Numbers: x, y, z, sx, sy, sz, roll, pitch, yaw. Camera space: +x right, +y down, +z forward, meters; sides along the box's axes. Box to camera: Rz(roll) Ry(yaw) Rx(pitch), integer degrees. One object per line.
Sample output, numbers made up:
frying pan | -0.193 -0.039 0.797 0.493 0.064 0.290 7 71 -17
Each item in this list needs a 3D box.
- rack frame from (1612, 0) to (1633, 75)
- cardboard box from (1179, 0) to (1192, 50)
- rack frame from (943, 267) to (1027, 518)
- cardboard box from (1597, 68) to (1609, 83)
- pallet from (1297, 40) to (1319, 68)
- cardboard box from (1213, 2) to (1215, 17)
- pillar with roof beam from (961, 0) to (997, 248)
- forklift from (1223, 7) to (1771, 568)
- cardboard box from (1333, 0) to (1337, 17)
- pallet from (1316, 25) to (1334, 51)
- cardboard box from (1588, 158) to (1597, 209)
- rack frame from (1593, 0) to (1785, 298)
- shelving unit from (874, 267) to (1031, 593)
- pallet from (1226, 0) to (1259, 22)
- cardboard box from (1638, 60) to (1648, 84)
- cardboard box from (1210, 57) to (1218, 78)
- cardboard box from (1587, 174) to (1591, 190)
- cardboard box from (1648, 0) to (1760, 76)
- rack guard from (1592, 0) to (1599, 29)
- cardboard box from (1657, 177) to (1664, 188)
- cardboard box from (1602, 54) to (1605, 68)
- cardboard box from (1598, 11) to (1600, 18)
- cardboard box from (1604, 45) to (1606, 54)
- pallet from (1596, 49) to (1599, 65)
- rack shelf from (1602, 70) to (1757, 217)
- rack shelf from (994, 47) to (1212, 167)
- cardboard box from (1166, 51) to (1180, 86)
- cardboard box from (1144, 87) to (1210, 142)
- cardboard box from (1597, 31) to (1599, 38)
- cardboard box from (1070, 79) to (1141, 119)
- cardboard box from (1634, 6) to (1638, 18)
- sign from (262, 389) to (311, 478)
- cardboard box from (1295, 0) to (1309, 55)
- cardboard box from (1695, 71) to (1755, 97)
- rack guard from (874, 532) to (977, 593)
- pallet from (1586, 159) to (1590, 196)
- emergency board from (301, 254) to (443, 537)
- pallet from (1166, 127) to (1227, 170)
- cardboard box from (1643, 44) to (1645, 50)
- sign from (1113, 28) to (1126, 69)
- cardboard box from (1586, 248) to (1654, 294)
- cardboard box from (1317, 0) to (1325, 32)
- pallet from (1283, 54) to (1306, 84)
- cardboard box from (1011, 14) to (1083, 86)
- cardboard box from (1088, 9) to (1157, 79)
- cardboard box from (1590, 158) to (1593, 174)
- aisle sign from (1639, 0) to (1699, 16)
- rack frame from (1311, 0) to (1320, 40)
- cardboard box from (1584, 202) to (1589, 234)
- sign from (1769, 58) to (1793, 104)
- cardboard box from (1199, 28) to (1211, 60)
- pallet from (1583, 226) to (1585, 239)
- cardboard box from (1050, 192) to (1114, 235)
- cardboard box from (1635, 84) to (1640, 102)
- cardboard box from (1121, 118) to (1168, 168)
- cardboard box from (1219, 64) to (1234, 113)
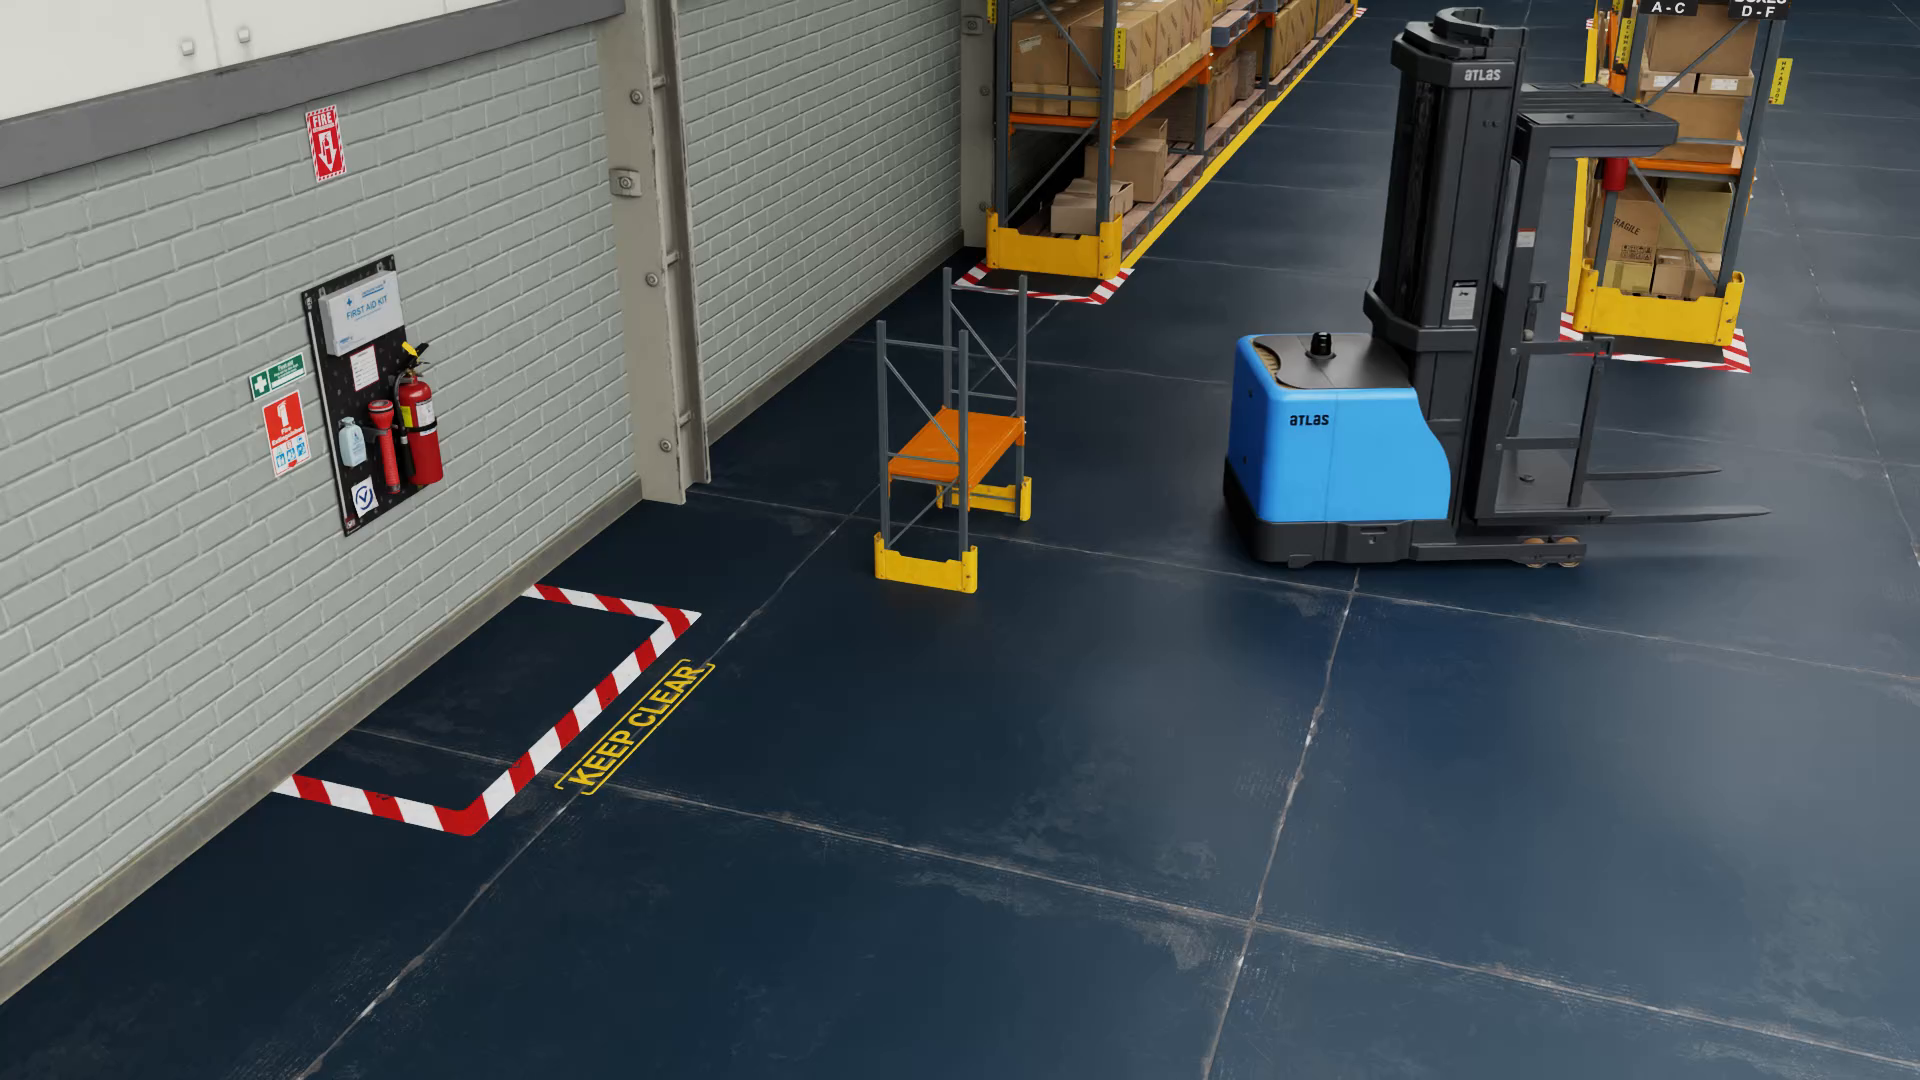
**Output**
rack frame | 6.799 -4.649 15.910 1.000 3.000 0.127 9 27 17
cardboard box | 1.922 -4.995 15.912 0.500 0.500 0.500 8 27 16
rack frame | 0.141 -0.849 9.782 0.500 1.500 0.032 9 27 17
cardboard box | 7.679 -5.324 19.334 0.500 0.311 0.500 10 27 19
pallet | 4.603 -7.071 24.111 1.003 0.211 1.213 9 27 17
cardboard box | 2.328 -5.813 17.695 0.700 0.500 0.500 9 27 18
pillar with roof beam | 4.272 -6.211 12.252 9.100 9.000 0.400 9 27 17
forklift | 3.143 -1.390 9.257 3.031 2.935 1.130 -1 26 -3
cardboard box | 5.648 -8.647 26.553 0.700 0.500 0.500 8 27 16
pallet | 5.115 -7.700 25.410 1.003 0.211 1.213 9 27 17
cardboard box | 5.852 -3.176 14.681 0.500 0.500 0.500 9 27 17
rack frame | 5.468 -3.005 12.515 1.000 3.000 0.127 9 27 17
shelving unit | -0.025 -0.644 9.358 0.587 1.500 1.083 9 27 17
pallet | 2.837 -6.104 19.135 1.003 0.211 1.213 9 27 17
cardboard box | 5.501 -3.635 12.956 0.380 0.149 0.250 9 27 19
cardboard box | 2.668 -5.477 19.123 0.500 0.250 0.500 8 27 16
cardboard box | 6.359 -3.454 16.115 0.500 0.250 0.500 9 27 17
cardboard box | 5.653 -3.846 12.648 0.700 0.500 0.500 9 27 18
rack guard | 10.767 -8.424 26.575 1.175 0.500 0.348 9 27 17
cardboard box | 6.175 -2.896 14.101 0.500 0.500 0.500 9 27 17
cardboard box | 8.220 -5.784 20.618 0.500 0.500 0.500 10 28 19
cardboard box | 10.177 -8.153 25.798 0.500 0.250 0.500 9 27 17
cardboard box | 8.235 -6.146 20.504 0.500 0.250 0.500 10 28 19
pallet | 9.690 -6.964 23.891 1.003 0.211 1.213 9 27 17
rack shelf | 6.133 -3.503 14.369 1.077 0.370 4.000 9 27 17
rack shelf | 1.461 -4.220 15.850 1.077 0.370 4.000 9 27 17
cardboard box | 1.762 -4.450 15.647 0.500 0.250 0.500 9 27 18
cardboard box | 2.355 -4.744 18.469 0.700 0.500 0.500 10 27 19
cardboard box | 9.451 -7.290 24.130 0.380 0.149 0.250 9 27 17
cardboard box | 1.257 -3.818 14.343 0.500 0.250 0.500 8 27 16
cardboard box | 6.527 -4.904 15.577 0.380 0.149 0.250 9 27 17
sign | -2.924 -0.463 7.224 0.001 0.329 0.234 9 27 17
cardboard box | 4.402 -7.223 23.212 0.750 0.750 0.750 10 27 19
cardboard box | 5.801 -3.472 12.621 0.380 0.149 0.250 9 27 17
rack guard | -0.191 0.123 9.208 0.587 0.250 0.087 9 27 17
pallet | 7.007 -3.703 17.155 1.003 0.211 1.213 9 27 17
emergency board | -2.643 -0.660 7.670 0.194 1.169 0.643 9 27 17
pallet | 2.384 -4.431 18.660 1.003 0.211 1.213 9 27 17
cardboard box | 5.759 -3.951 13.609 0.380 0.149 0.250 10 27 19
sign | 1.307 -4.033 13.645 0.100 0.325 0.005 9 27 17
cardboard box | 5.368 -2.220 13.567 0.500 0.250 0.500 9 27 17
cardboard box | 5.134 -8.010 25.238 0.700 0.500 0.500 9 27 18
pallet | 4.198 -6.567 23.072 1.003 0.211 1.213 9 27 17
cardboard box | 0.752 -4.226 14.324 0.500 0.500 0.500 8 27 17
cardboard box | 1.411 -4.356 14.592 0.500 0.500 0.500 9 27 18
cardboard box | 6.349 -3.793 15.955 0.500 0.500 0.500 9 27 17
aisle sign | 5.169 -4.191 11.981 0.394 0.787 0.004 9 27 17
rack frame | 4.788 -8.654 24.181 1.000 3.000 0.127 9 27 17
cardboard box | 5.855 -2.838 14.843 0.500 0.250 0.500 9 27 17
sign | 5.989 -3.348 12.138 0.100 0.325 0.005 9 27 17
cardboard box | 2.254 -5.069 16.926 0.500 0.250 0.500 9 27 18
pallet | 6.495 -3.073 15.855 1.003 0.211 1.213 9 27 17
cardboard box | 1.110 -2.981 15.046 0.500 0.311 0.500 6 26 12
cardboard box | 5.976 -3.660 13.753 0.700 0.500 0.500 9 27 18
cardboard box | 1.819 -4.007 16.947 0.500 0.500 0.500 7 27 14
cardboard box | 2.847 -5.376 19.775 0.700 0.500 0.500 9 27 17
